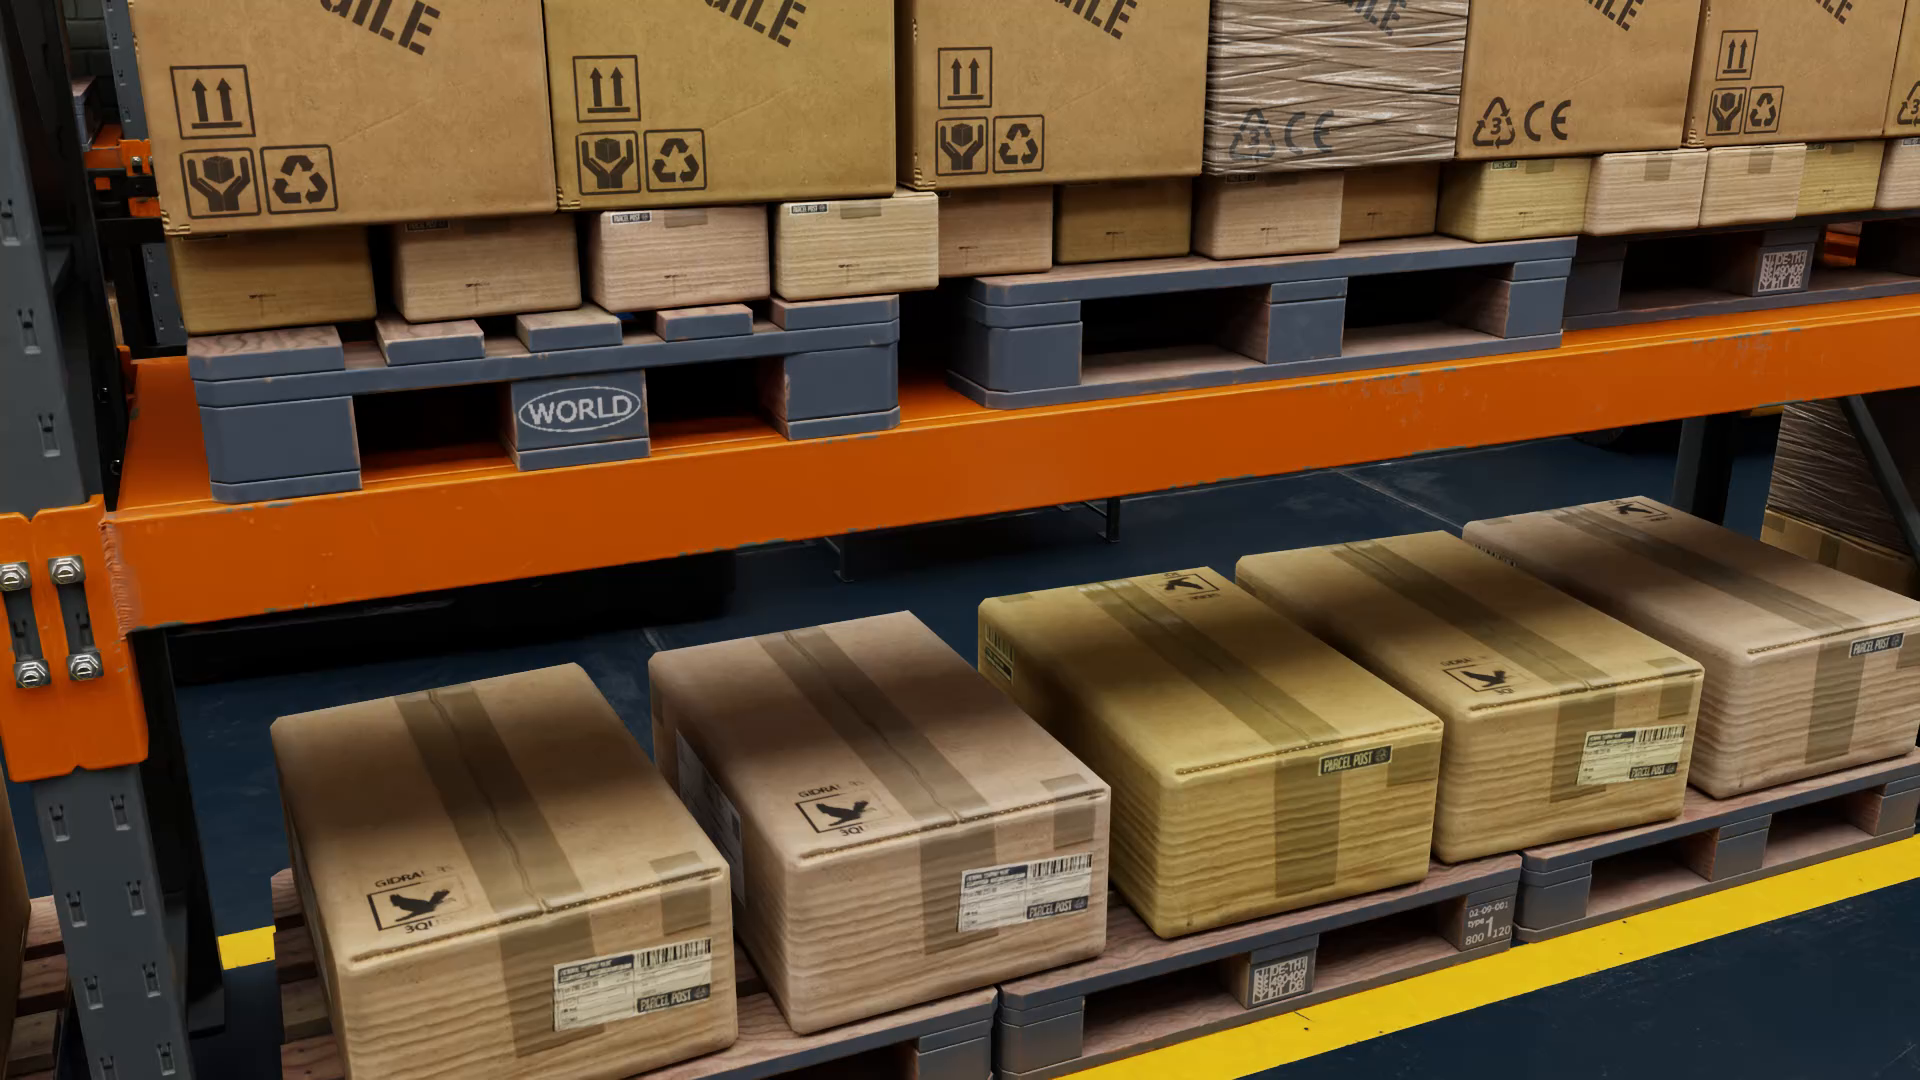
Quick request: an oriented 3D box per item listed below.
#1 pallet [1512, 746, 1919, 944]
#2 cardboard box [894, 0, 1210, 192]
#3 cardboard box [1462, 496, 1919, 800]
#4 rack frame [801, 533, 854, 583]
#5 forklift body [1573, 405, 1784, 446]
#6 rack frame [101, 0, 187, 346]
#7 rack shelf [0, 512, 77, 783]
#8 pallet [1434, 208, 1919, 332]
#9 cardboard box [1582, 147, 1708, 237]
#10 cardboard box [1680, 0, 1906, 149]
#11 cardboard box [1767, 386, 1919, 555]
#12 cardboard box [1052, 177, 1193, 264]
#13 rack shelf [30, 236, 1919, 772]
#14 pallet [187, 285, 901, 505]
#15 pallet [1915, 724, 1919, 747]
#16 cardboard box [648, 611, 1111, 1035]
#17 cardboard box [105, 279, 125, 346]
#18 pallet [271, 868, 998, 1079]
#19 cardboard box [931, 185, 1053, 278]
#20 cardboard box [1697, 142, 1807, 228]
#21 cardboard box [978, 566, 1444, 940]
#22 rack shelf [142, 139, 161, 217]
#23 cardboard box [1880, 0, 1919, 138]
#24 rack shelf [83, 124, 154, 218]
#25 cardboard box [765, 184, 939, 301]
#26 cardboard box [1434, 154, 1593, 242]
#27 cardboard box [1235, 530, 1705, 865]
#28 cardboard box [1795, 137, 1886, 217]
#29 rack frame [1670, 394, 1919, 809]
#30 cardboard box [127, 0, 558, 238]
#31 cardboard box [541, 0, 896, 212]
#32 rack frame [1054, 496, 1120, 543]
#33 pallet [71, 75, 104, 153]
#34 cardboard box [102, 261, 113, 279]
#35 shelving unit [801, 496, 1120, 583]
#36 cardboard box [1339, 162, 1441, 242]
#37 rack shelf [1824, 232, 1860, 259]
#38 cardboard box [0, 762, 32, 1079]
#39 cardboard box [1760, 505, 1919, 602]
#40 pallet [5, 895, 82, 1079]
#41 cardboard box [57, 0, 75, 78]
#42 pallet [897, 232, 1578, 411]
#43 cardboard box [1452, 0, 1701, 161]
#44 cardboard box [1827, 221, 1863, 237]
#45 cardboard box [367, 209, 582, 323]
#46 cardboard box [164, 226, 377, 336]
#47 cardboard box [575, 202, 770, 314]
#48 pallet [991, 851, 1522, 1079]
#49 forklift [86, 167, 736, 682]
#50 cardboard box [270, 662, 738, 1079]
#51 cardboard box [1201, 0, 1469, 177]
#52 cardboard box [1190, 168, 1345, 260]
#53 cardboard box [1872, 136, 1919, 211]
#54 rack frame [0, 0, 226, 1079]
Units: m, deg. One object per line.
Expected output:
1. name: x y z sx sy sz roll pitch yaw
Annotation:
1. pallet: 1.563 0.537 4.179 1.213 0.211 1.003 -8 21 -22
2. cardboard box: 0.070 -0.872 2.750 0.500 0.500 0.500 -8 21 -21
3. cardboard box: 1.797 0.230 4.176 0.625 0.372 0.950 -8 21 -21
4. rack frame: -0.473 -0.463 5.643 0.032 1.125 0.500 -8 21 -22
5. forklift body: 2.962 -1.714 7.652 1.214 2.155 2.313 -8 21 -22
6. rack frame: -3.365 -1.868 6.811 0.127 3.000 1.000 -8 21 -22
7. rack shelf: -3.232 0.248 1.886 4.000 0.370 1.077 -8 21 -22
8. pallet: 1.518 -0.734 3.880 1.213 0.211 1.003 -8 21 -22
9. cardboard box: 1.210 -0.700 3.240 0.250 0.149 0.380 -8 21 -21
10. cardboard box: 1.490 -1.070 3.314 0.500 0.500 0.500 -8 21 -22
11. cardboard box: 2.715 -0.296 4.724 0.500 0.500 0.500 -8 21 -23
12. cardboard box: 0.214 -0.604 2.967 0.250 0.149 0.380 -7 21 -20
13. rack shelf: 0.441 -0.279 3.380 4.000 0.370 1.077 -8 21 -22
14. pallet: -0.783 -0.391 2.904 1.003 0.211 1.213 -8 21 -22
15. pallet: 2.880 0.335 4.753 1.213 0.211 1.003 -8 21 -22
16. cardboard box: -0.198 0.516 3.365 0.625 0.372 0.950 -9 21 -23
17. cardboard box: -3.668 -0.766 6.812 0.500 0.500 0.500 -8 21 -20
18. pallet: -0.677 0.858 3.267 1.213 0.211 1.003 -8 21 -22
19. cardboard box: -0.030 -0.555 2.827 0.250 0.149 0.380 -7 21 -19
20. cardboard box: 1.443 -0.735 3.338 0.250 0.149 0.380 -9 21 -23
21. cardboard box: 0.501 0.418 3.644 0.625 0.372 0.950 -7 21 -20
22. rack shelf: -1.528 -1.792 7.678 4.000 0.370 1.077 -8 21 -22
23. cardboard box: 1.944 -1.136 3.501 0.500 0.500 0.500 -9 21 -23
24. rack shelf: -5.201 -1.266 6.183 4.000 0.370 1.077 -8 21 -22
25. cardboard box: -0.220 -0.499 2.670 0.250 0.149 0.380 -8 21 -22
26. cardboard box: 0.972 -0.679 3.180 0.250 0.149 0.380 -8 21 -22
27. cardboard box: 1.138 0.326 3.905 0.625 0.372 0.950 -7 21 -19
28. cardboard box: 1.665 -0.779 3.465 0.250 0.149 0.380 -9 21 -24
29. rack frame: 2.278 -0.881 4.008 0.127 3.000 1.000 -8 21 -22
30. cardboard box: -0.890 -0.729 2.345 0.500 0.500 0.500 -9 21 -23
31. cardboard box: -0.415 -0.800 2.546 0.500 0.500 0.500 -7 21 -19
32. rack frame: 0.461 -0.597 6.023 0.032 1.125 0.500 -8 21 -22
33. pallet: -3.959 -1.667 6.529 1.003 0.211 1.213 -8 21 -22
34. cardboard box: -3.863 -0.917 7.242 0.500 0.500 0.500 -7 21 -20
35. shelving unit: -0.006 -0.530 5.833 1.048 1.125 0.538 -8 21 -22
36. cardboard box: 0.690 -0.676 3.170 0.250 0.149 0.380 -9 21 -24
37. rack shelf: 4.114 -0.805 4.875 4.000 0.370 1.077 -8 21 -22
38. cardboard box: -2.062 0.515 2.610 0.875 0.875 0.875 -8 21 -22
39. cardboard box: 2.714 0.058 4.849 0.500 0.250 0.500 -7 21 -19
40. pallet: -2.149 1.041 2.747 1.213 0.211 1.003 -8 21 -22
41. cardboard box: -3.899 -2.093 6.668 0.500 0.500 0.500 -7 21 -19
42. pallet: 0.406 -0.537 3.320 1.213 0.211 1.003 -8 21 -22
43. cardboard box: 1.013 -1.004 3.127 0.500 0.500 0.500 -7 21 -20
44. cardboard box: 2.452 -0.898 4.434 0.250 0.149 0.380 -8 21 -22
45. cardboard box: -0.750 -0.447 2.522 0.250 0.149 0.380 -10 22 -25
46. cardboard box: -1.023 -0.421 2.446 0.250 0.149 0.380 -9 22 -25
47. cardboard box: -0.481 -0.469 2.585 0.250 0.149 0.380 -10 22 -25
48. pallet: 0.442 0.699 3.719 1.213 0.211 1.003 -8 21 -22
49. forklift: -2.298 -1.146 4.864 3.031 2.935 1.130 -6 20 -17
50. cardboard box: -0.872 0.615 3.083 0.625 0.372 0.950 -10 22 -26
51. cardboard box: 0.533 -0.935 2.930 0.500 0.500 0.500 -9 21 -24
52. cardboard box: 0.480 -0.618 3.008 0.250 0.149 0.380 -7 21 -20
53. cardboard box: 1.915 -0.809 3.549 0.250 0.149 0.380 -8 21 -21
54. rack frame: -1.395 -0.355 2.513 0.127 3.000 1.000 -8 21 -22
